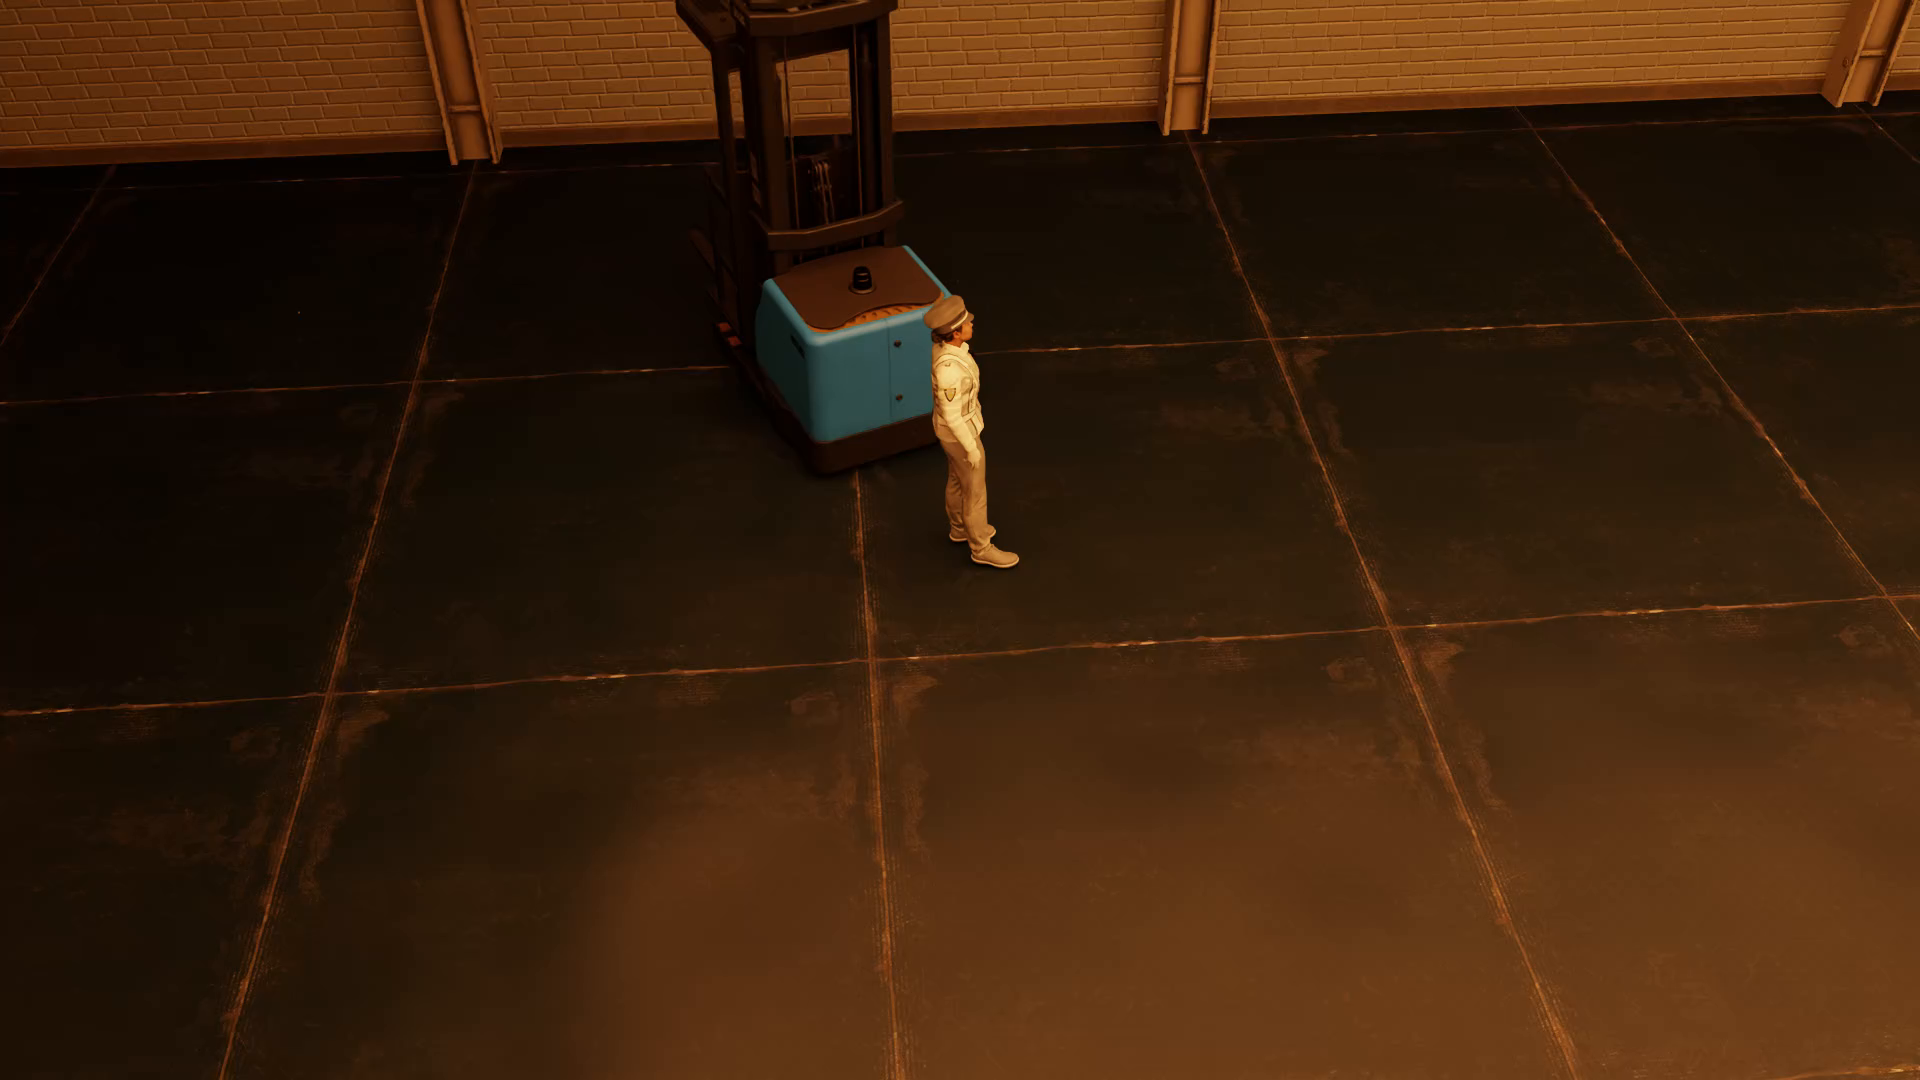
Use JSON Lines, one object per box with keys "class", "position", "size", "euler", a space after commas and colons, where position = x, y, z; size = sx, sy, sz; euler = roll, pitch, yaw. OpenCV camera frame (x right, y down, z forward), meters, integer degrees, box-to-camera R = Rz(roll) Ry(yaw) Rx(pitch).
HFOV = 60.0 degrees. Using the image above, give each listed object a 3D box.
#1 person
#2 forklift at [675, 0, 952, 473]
{"class": "person", "position": [0.070, -0.649, 9.637], "size": [0.529, 1.694, 0.587], "euler": [-3, 41, -4]}
{"class": "forklift", "position": [-1.095, -2.495, 10.855], "size": [1.130, 2.935, 3.031], "euler": [-18, 44, -19]}
